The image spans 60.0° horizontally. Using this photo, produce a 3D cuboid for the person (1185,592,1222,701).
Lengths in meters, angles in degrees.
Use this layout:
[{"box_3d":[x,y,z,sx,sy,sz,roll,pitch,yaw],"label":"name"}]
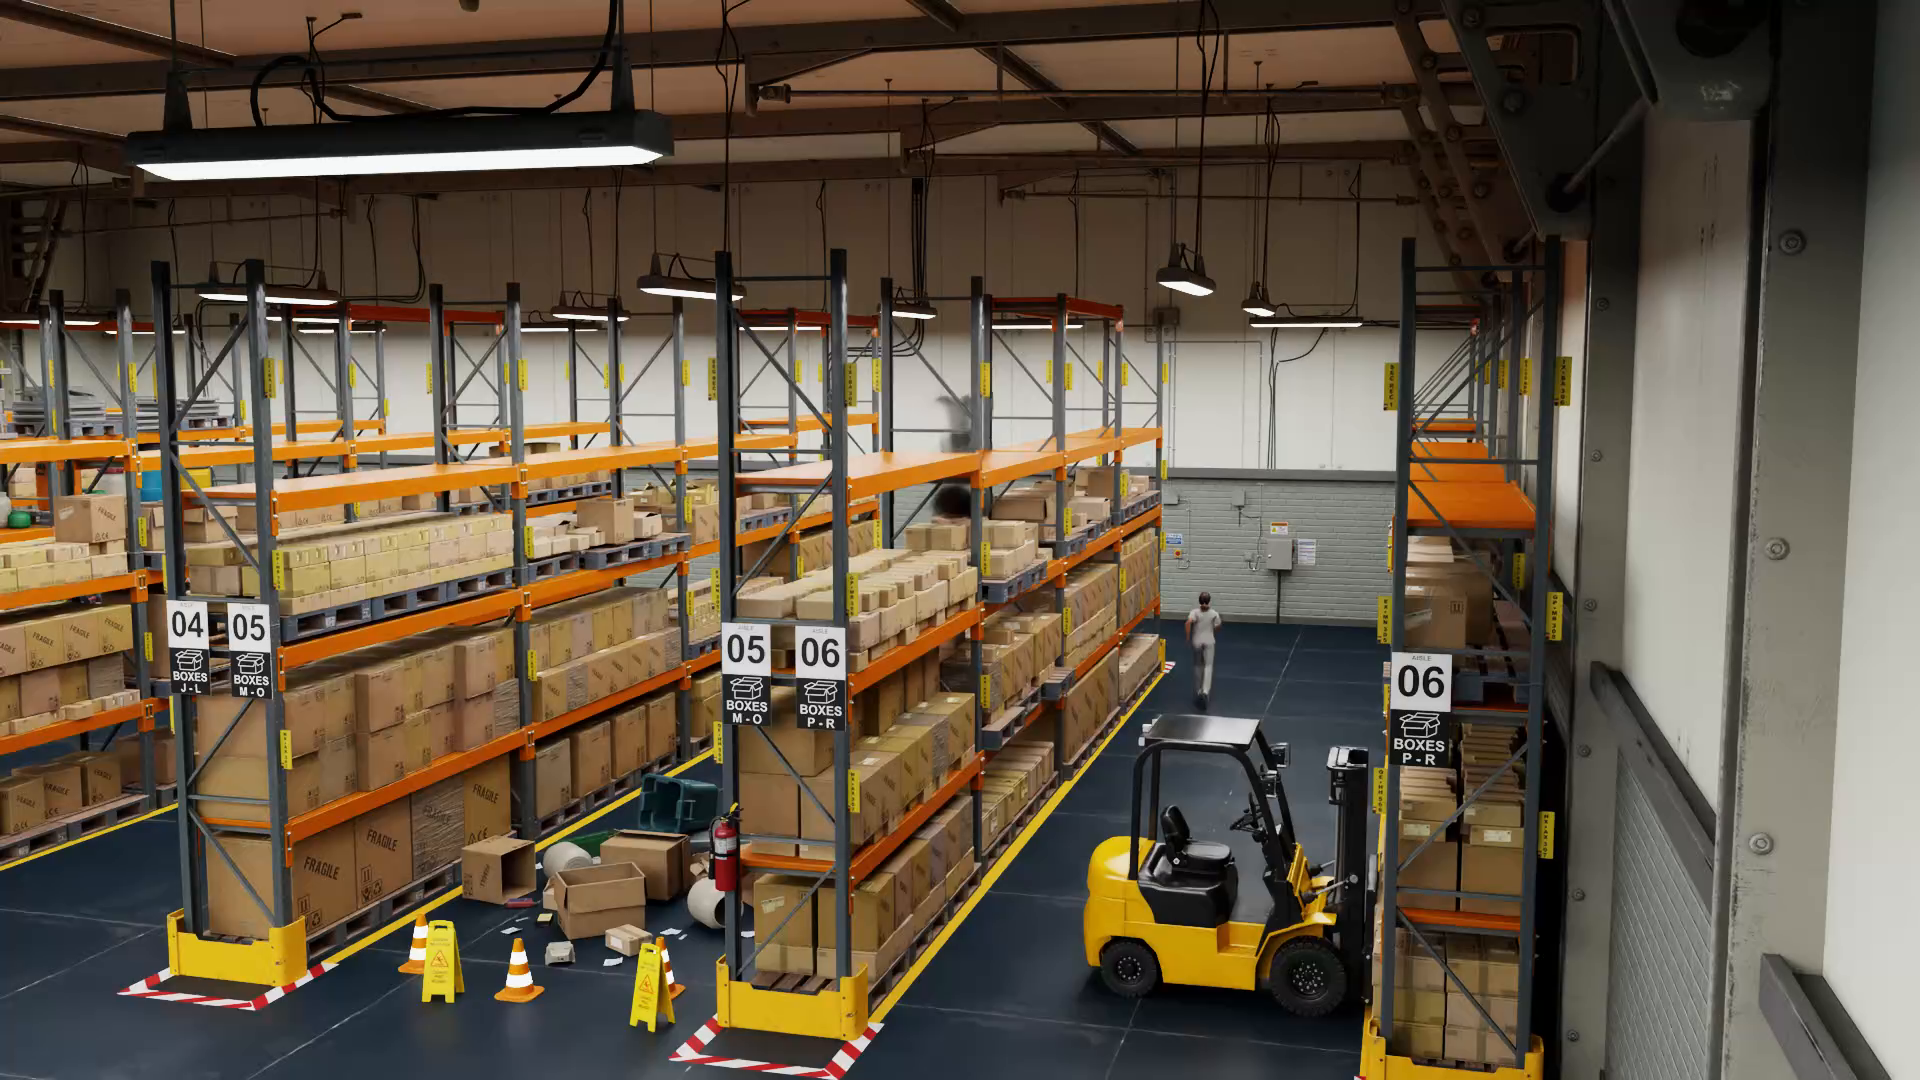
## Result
[{"box_3d":[3.712,1.628,25.346,0.552,1.678,0.948,1,6,9],"label":"person"}]
